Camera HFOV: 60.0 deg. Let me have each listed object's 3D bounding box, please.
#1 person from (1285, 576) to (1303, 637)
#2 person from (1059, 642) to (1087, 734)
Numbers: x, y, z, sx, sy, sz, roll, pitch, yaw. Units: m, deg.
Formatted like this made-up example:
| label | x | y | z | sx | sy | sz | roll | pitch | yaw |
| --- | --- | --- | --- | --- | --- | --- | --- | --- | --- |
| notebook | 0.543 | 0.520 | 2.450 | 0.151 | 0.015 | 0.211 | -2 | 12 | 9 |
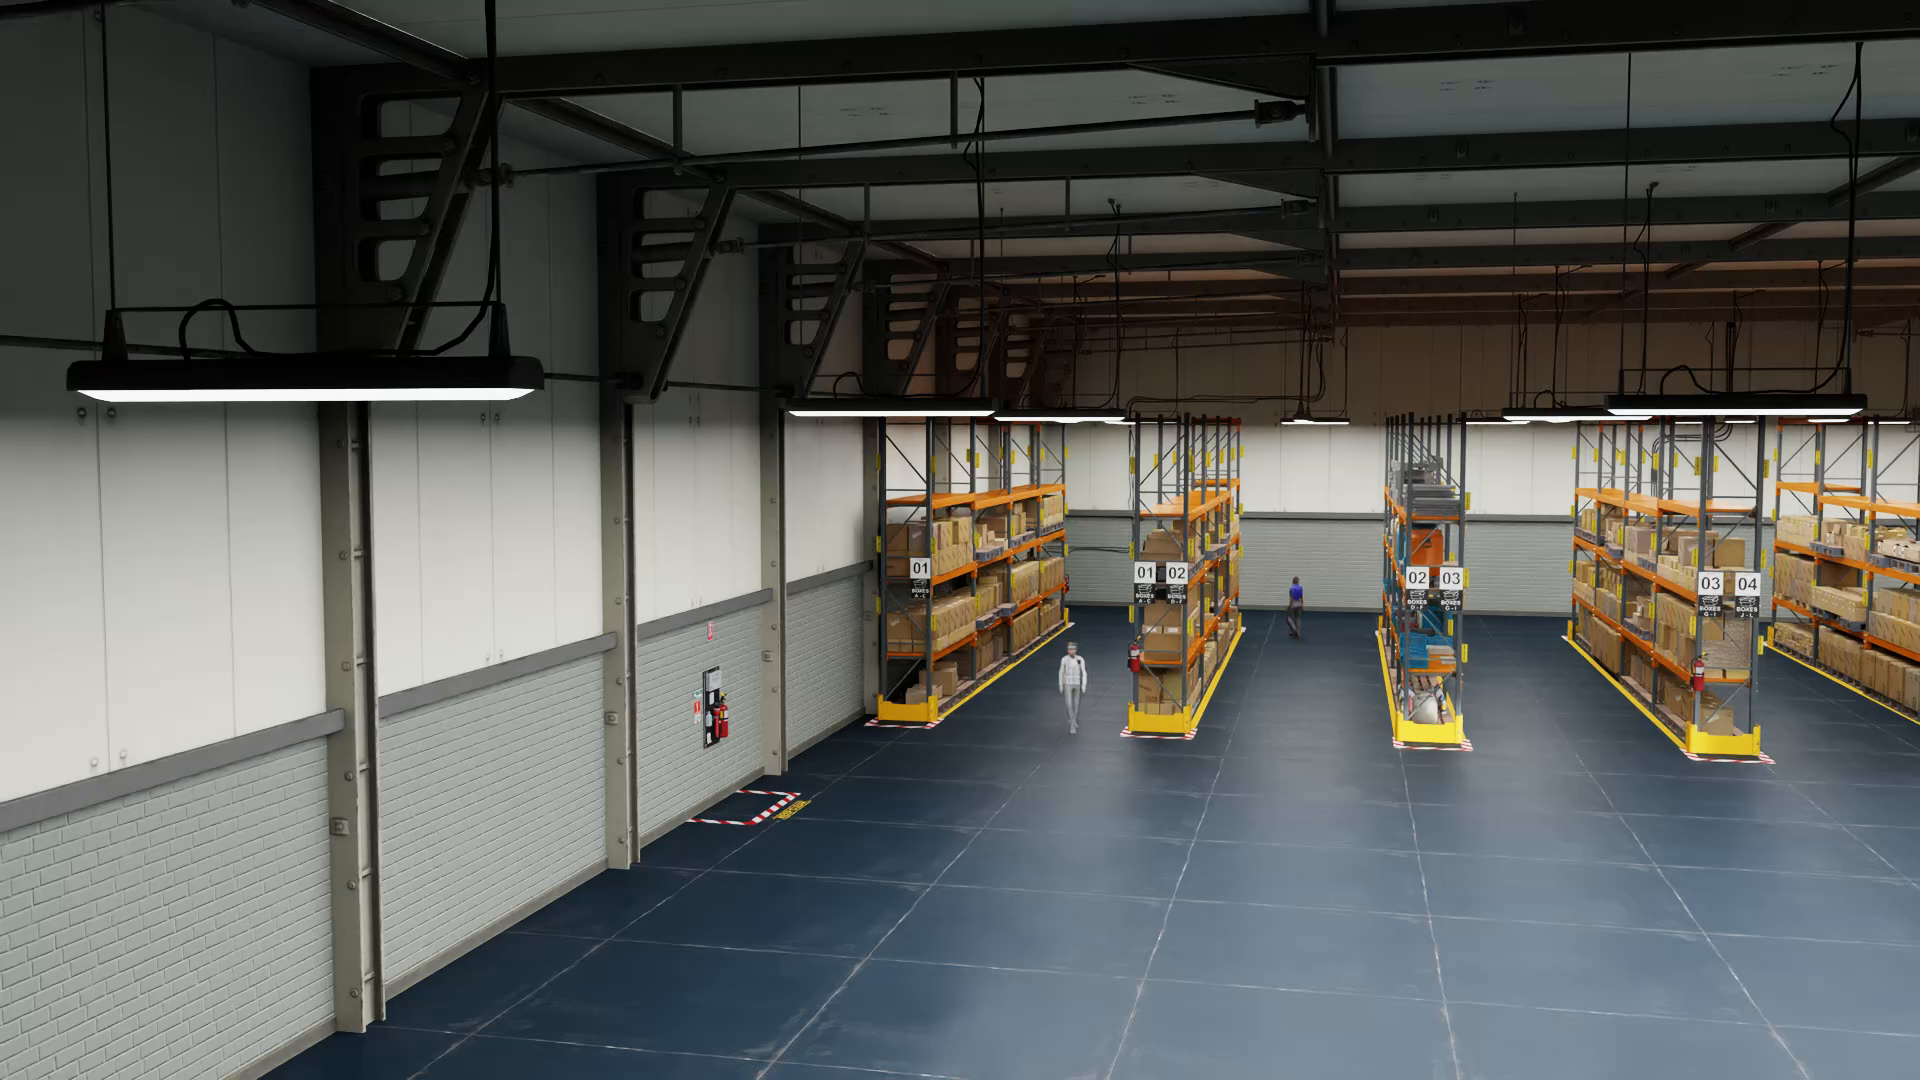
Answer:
| label | x | y | z | sx | sy | sz | roll | pitch | yaw |
| --- | --- | --- | --- | --- | --- | --- | --- | --- | --- |
| person | 9.182 | 1.819 | 45.489 | 0.503 | 1.657 | 0.443 | -2 | 4 | -30 |
| person | 2.151 | 2.776 | 31.413 | 0.504 | 1.698 | 0.753 | 0 | 4 | -6 |
